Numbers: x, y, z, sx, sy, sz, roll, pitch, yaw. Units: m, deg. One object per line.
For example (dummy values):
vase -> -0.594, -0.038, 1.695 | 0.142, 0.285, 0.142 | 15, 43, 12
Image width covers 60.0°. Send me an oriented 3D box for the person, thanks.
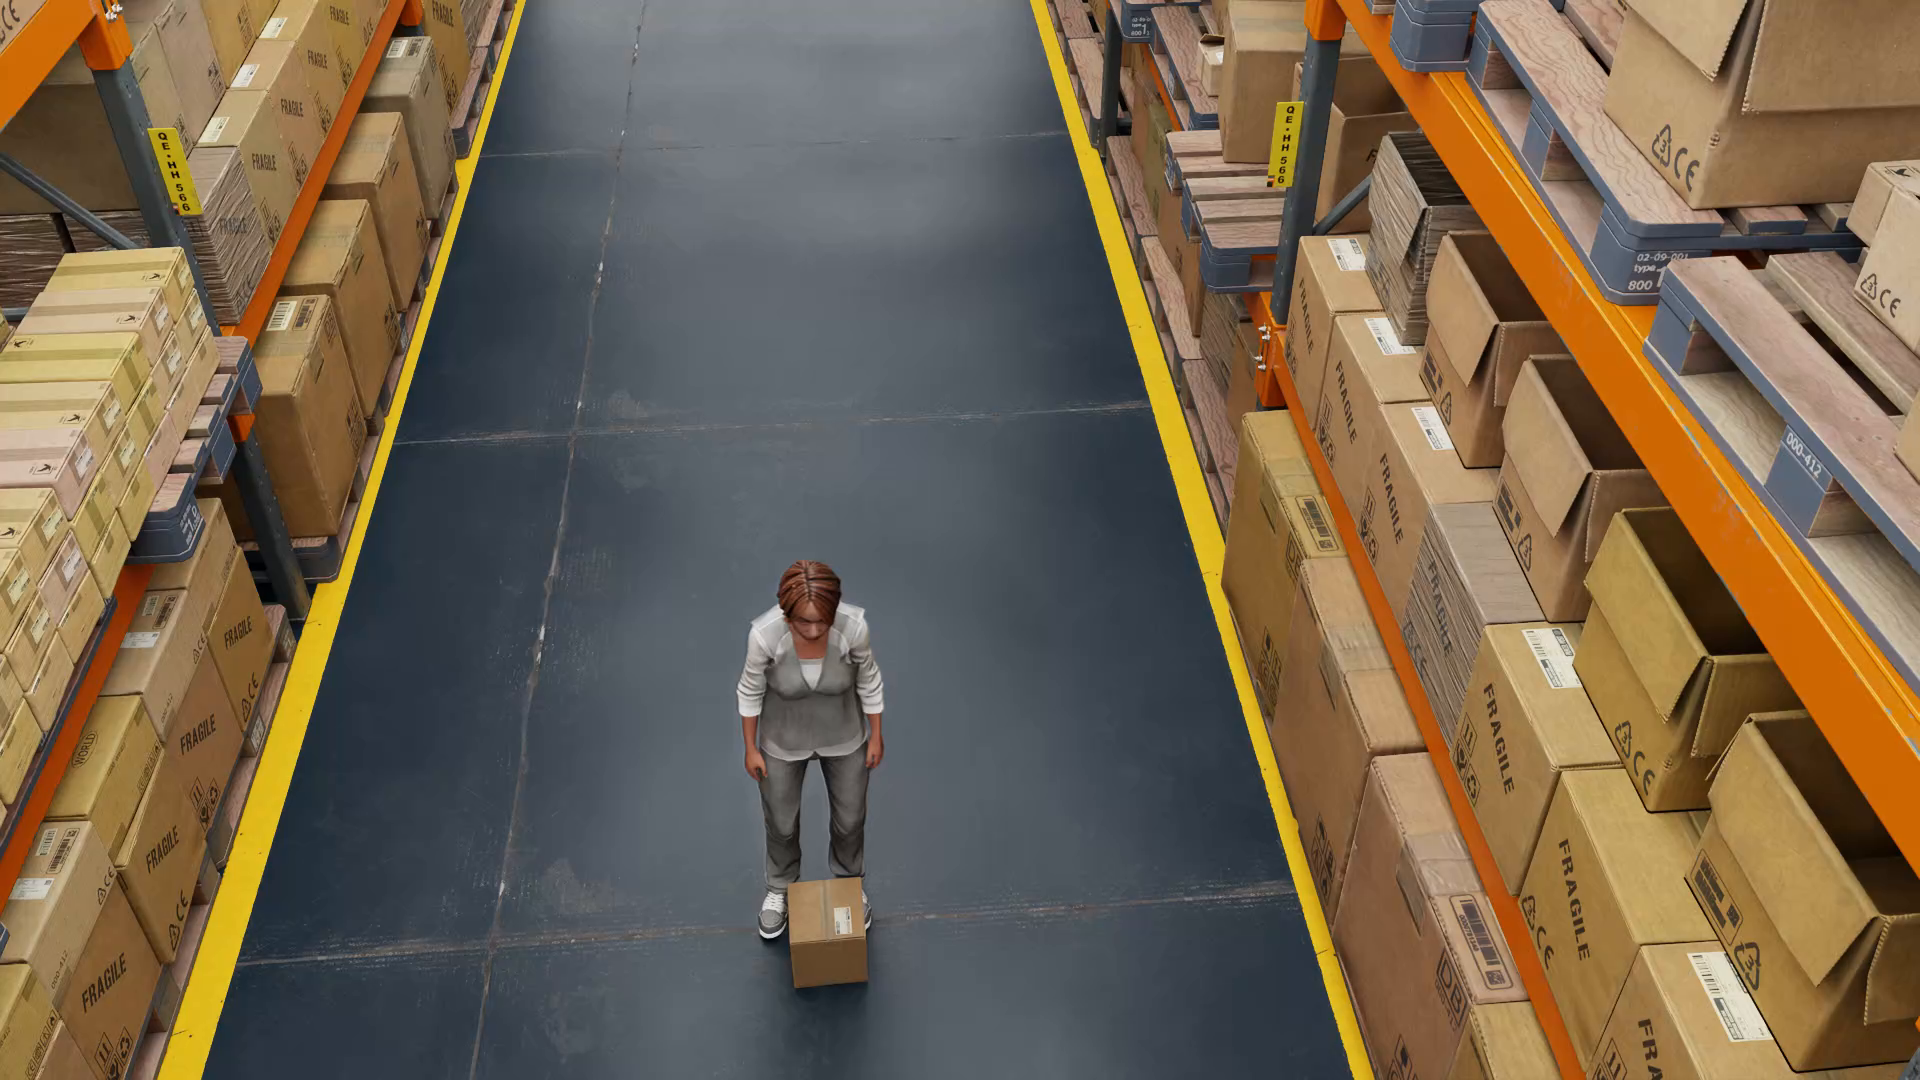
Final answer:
person -> -0.476, 0.659, 5.370 | 0.478, 1.592, 0.347 | -5, 40, -6
